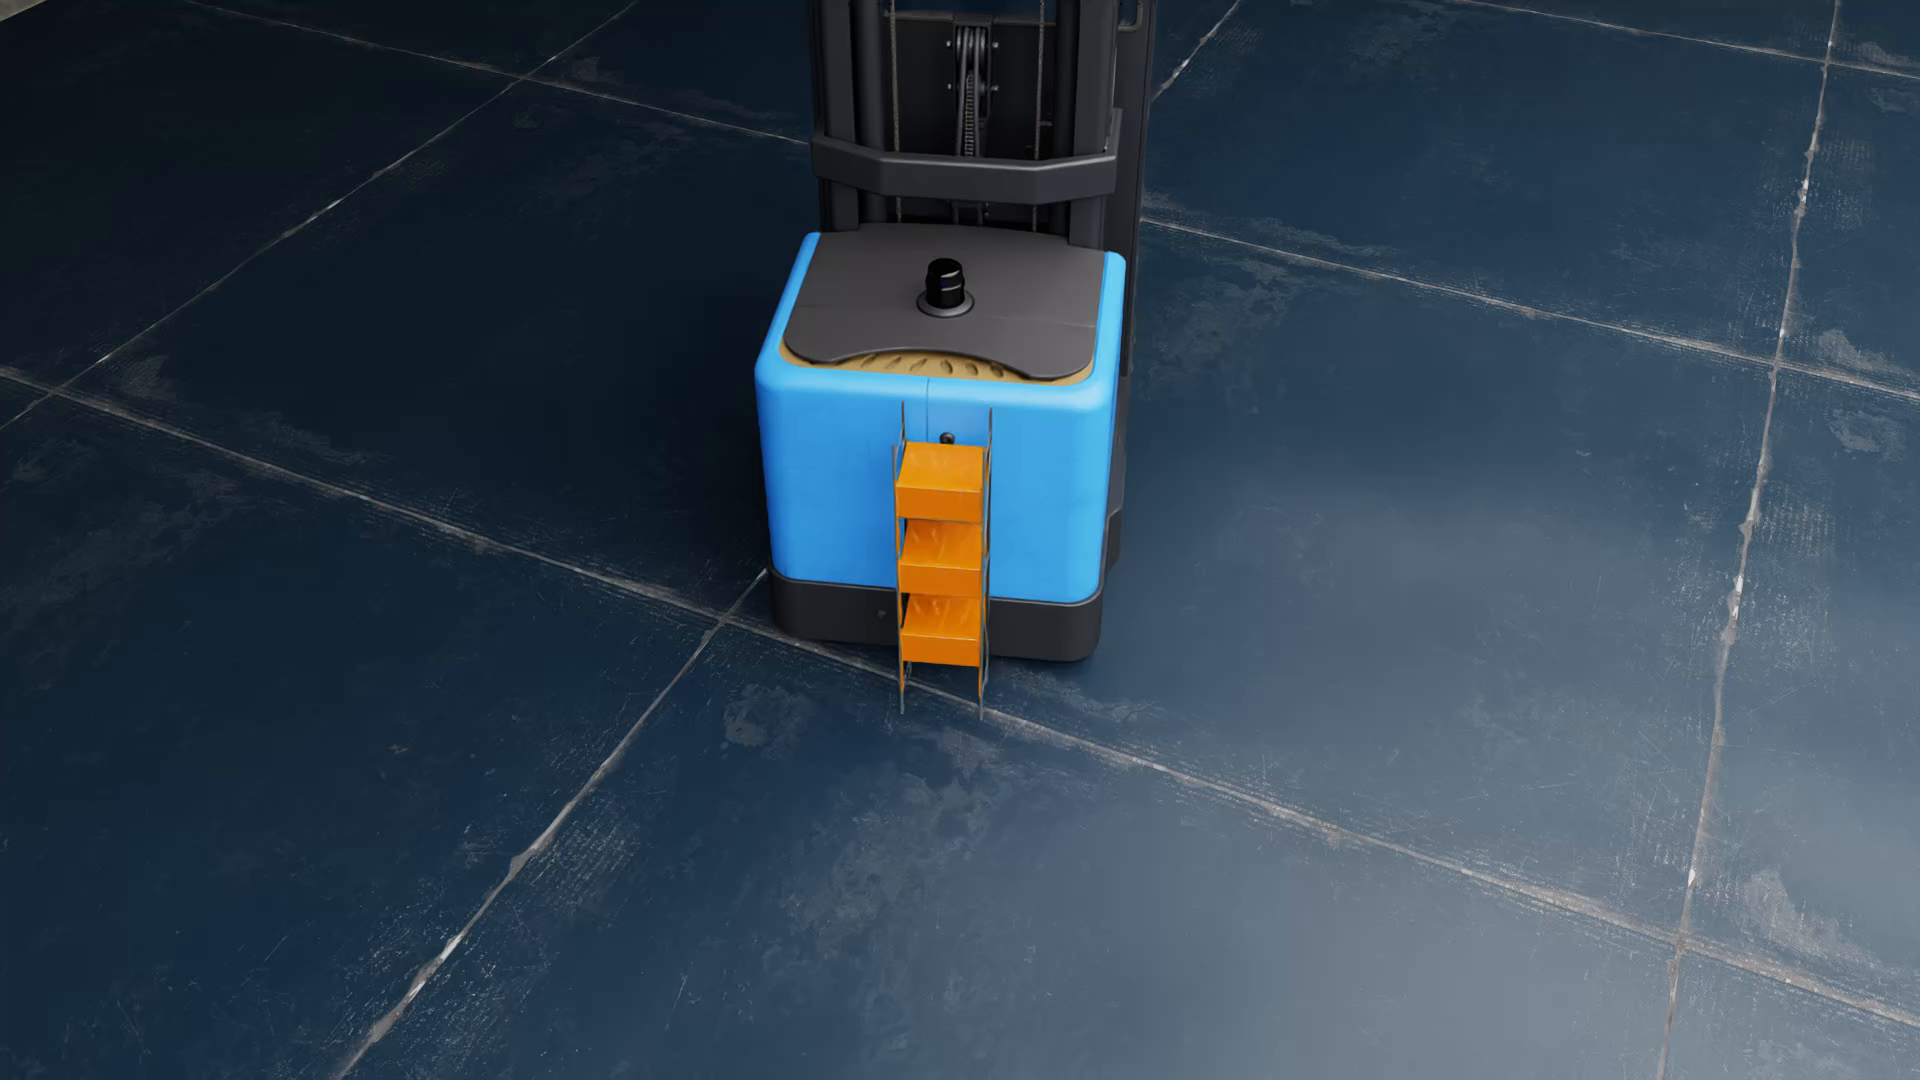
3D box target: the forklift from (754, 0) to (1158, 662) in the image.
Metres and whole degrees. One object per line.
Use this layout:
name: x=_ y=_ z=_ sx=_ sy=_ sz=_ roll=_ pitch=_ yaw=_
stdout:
forklift: x=0.099 y=-1.692 z=5.464 sx=1.130 sy=2.935 sz=3.031 roll=5 pitch=41 yaw=6

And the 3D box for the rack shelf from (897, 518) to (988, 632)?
rack shelf: x=-0.047 y=0.095 z=4.855 sx=0.240 sy=0.259 sz=0.215 roll=4 pitch=41 yaw=5

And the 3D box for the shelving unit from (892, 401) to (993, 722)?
shelving unit: x=-0.047 y=0.087 z=4.849 sx=0.252 sy=1.050 sz=0.215 roll=4 pitch=41 yaw=5

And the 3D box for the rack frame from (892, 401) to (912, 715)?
rack frame: x=-0.168 y=0.078 z=4.859 sx=0.008 sy=1.050 sz=0.200 roll=4 pitch=41 yaw=5

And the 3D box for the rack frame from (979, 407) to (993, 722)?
rack frame: x=0.075 y=0.096 z=4.838 sx=0.008 sy=1.050 sz=0.200 roll=4 pitch=41 yaw=5

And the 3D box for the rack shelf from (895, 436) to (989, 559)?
rack shelf: x=-0.047 y=-0.120 z=4.670 sx=0.240 sy=0.259 sz=0.215 roll=4 pitch=41 yaw=5

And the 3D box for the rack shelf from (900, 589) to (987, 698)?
rack shelf: x=-0.047 y=0.305 z=5.037 sx=0.240 sy=0.259 sz=0.215 roll=4 pitch=41 yaw=5
